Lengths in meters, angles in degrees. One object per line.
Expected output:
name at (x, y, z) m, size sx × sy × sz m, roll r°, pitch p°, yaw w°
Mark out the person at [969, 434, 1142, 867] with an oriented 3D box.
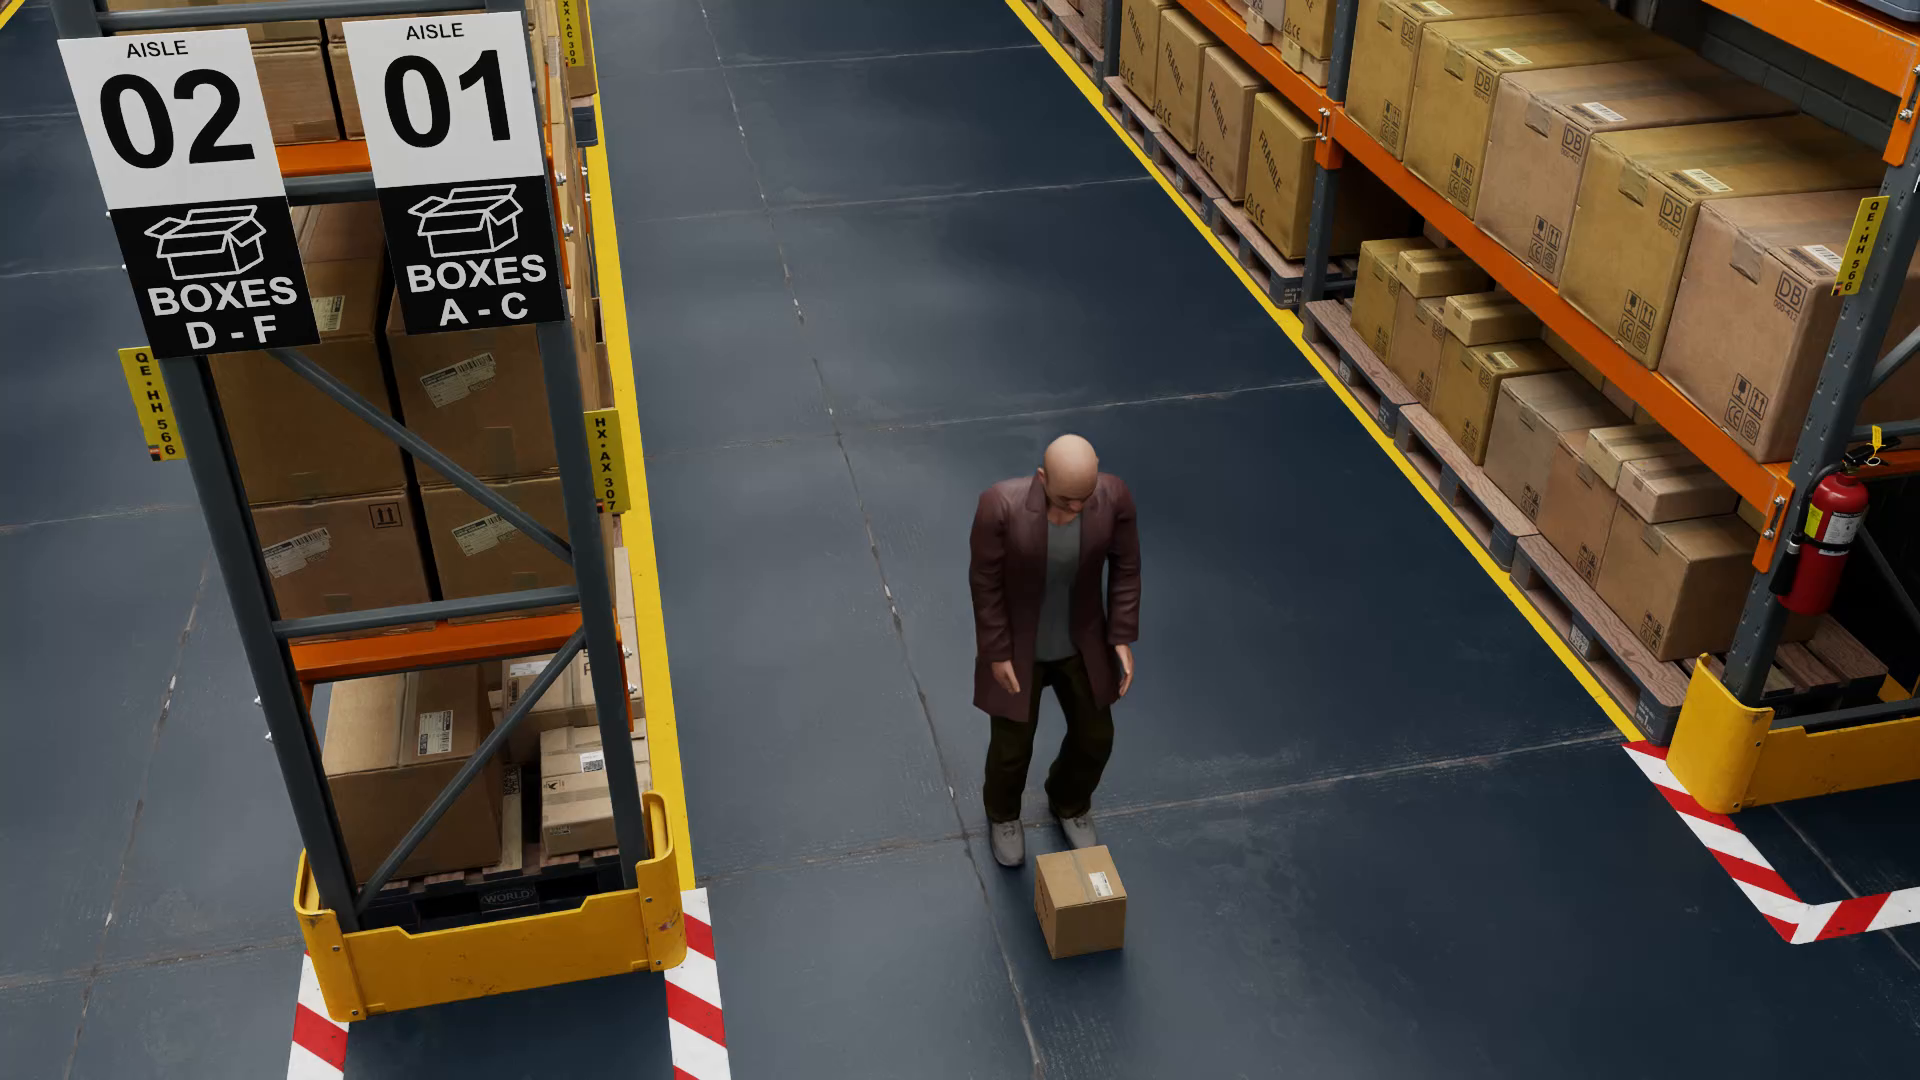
person at (0.323, 0.361, 5.683) m, size 0.591 × 1.719 × 0.432 m, roll -6°, pitch 34°, yaw -9°
